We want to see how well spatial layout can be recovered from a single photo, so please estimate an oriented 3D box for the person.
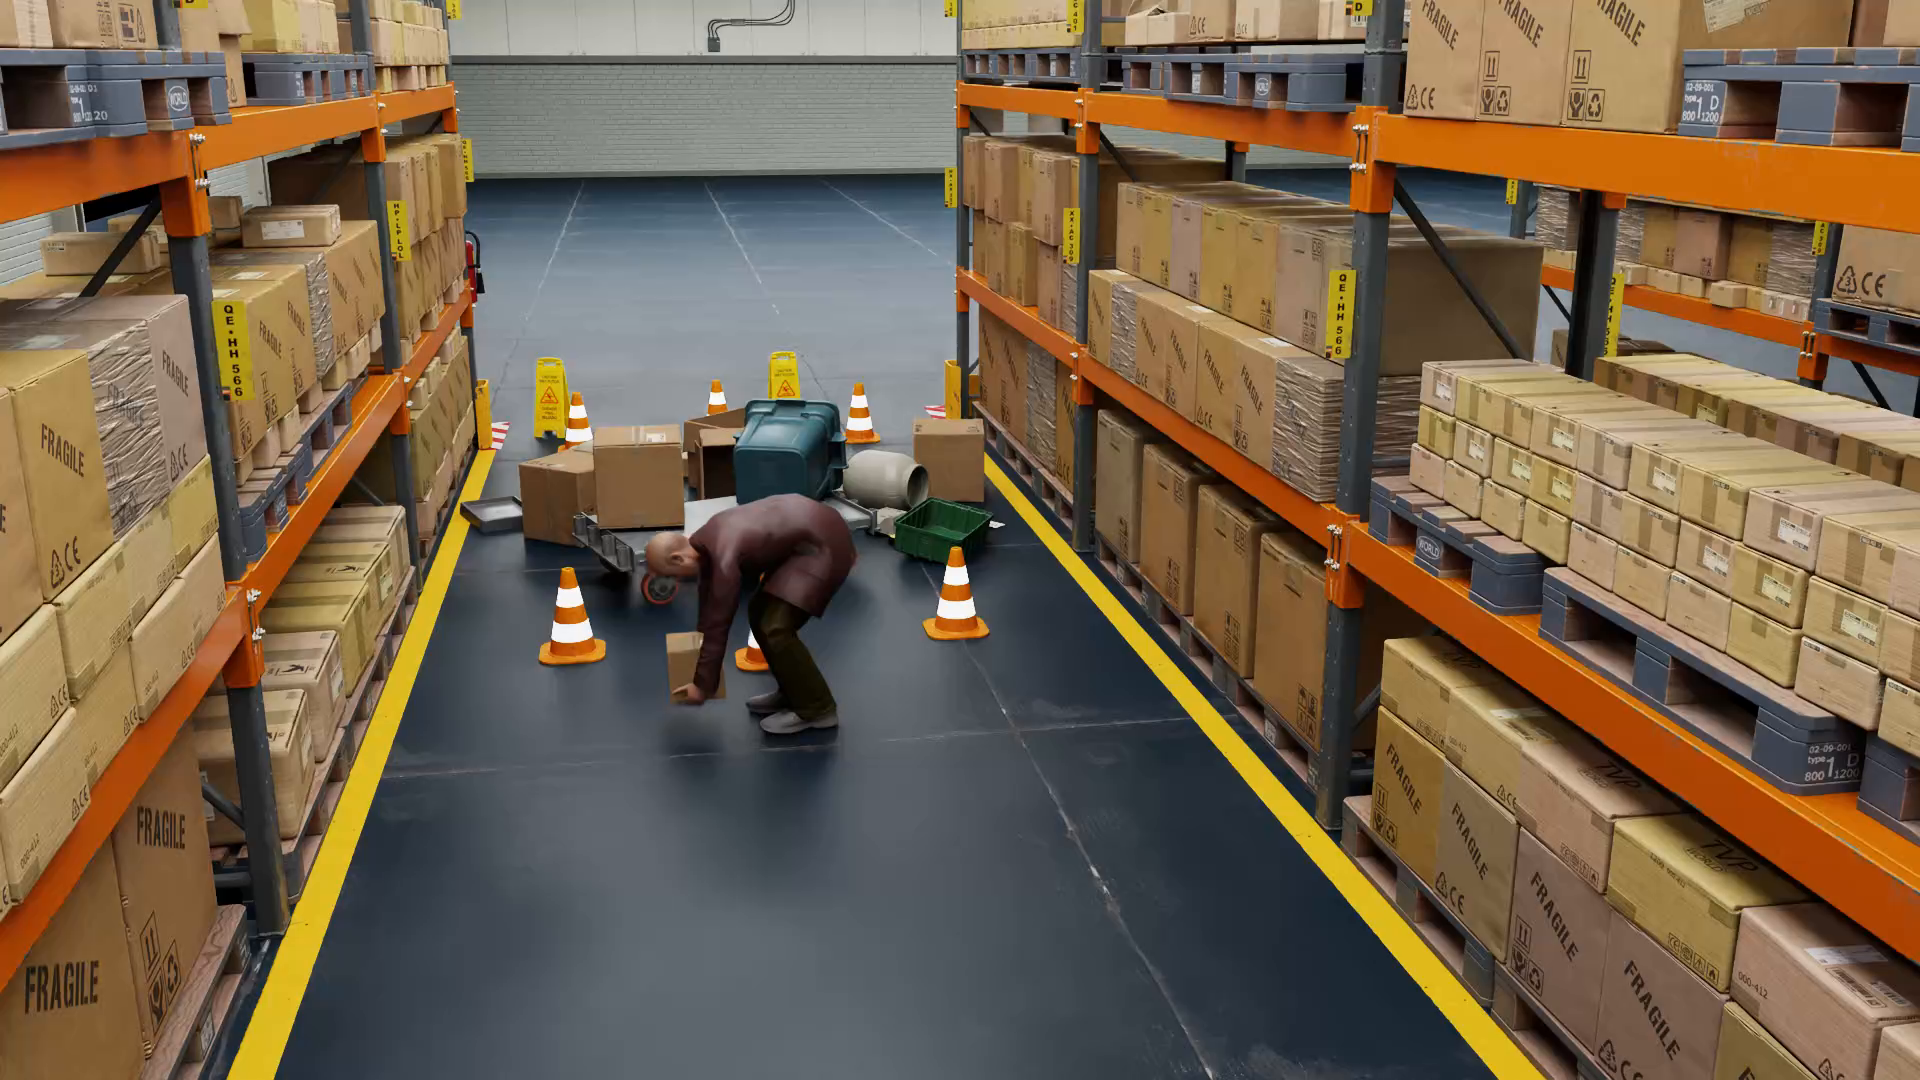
[{"bbox_3d":[-0.950,0.336,7.656,0.949,1.077,0.577,-4,17,-13],"label":"person"}]
